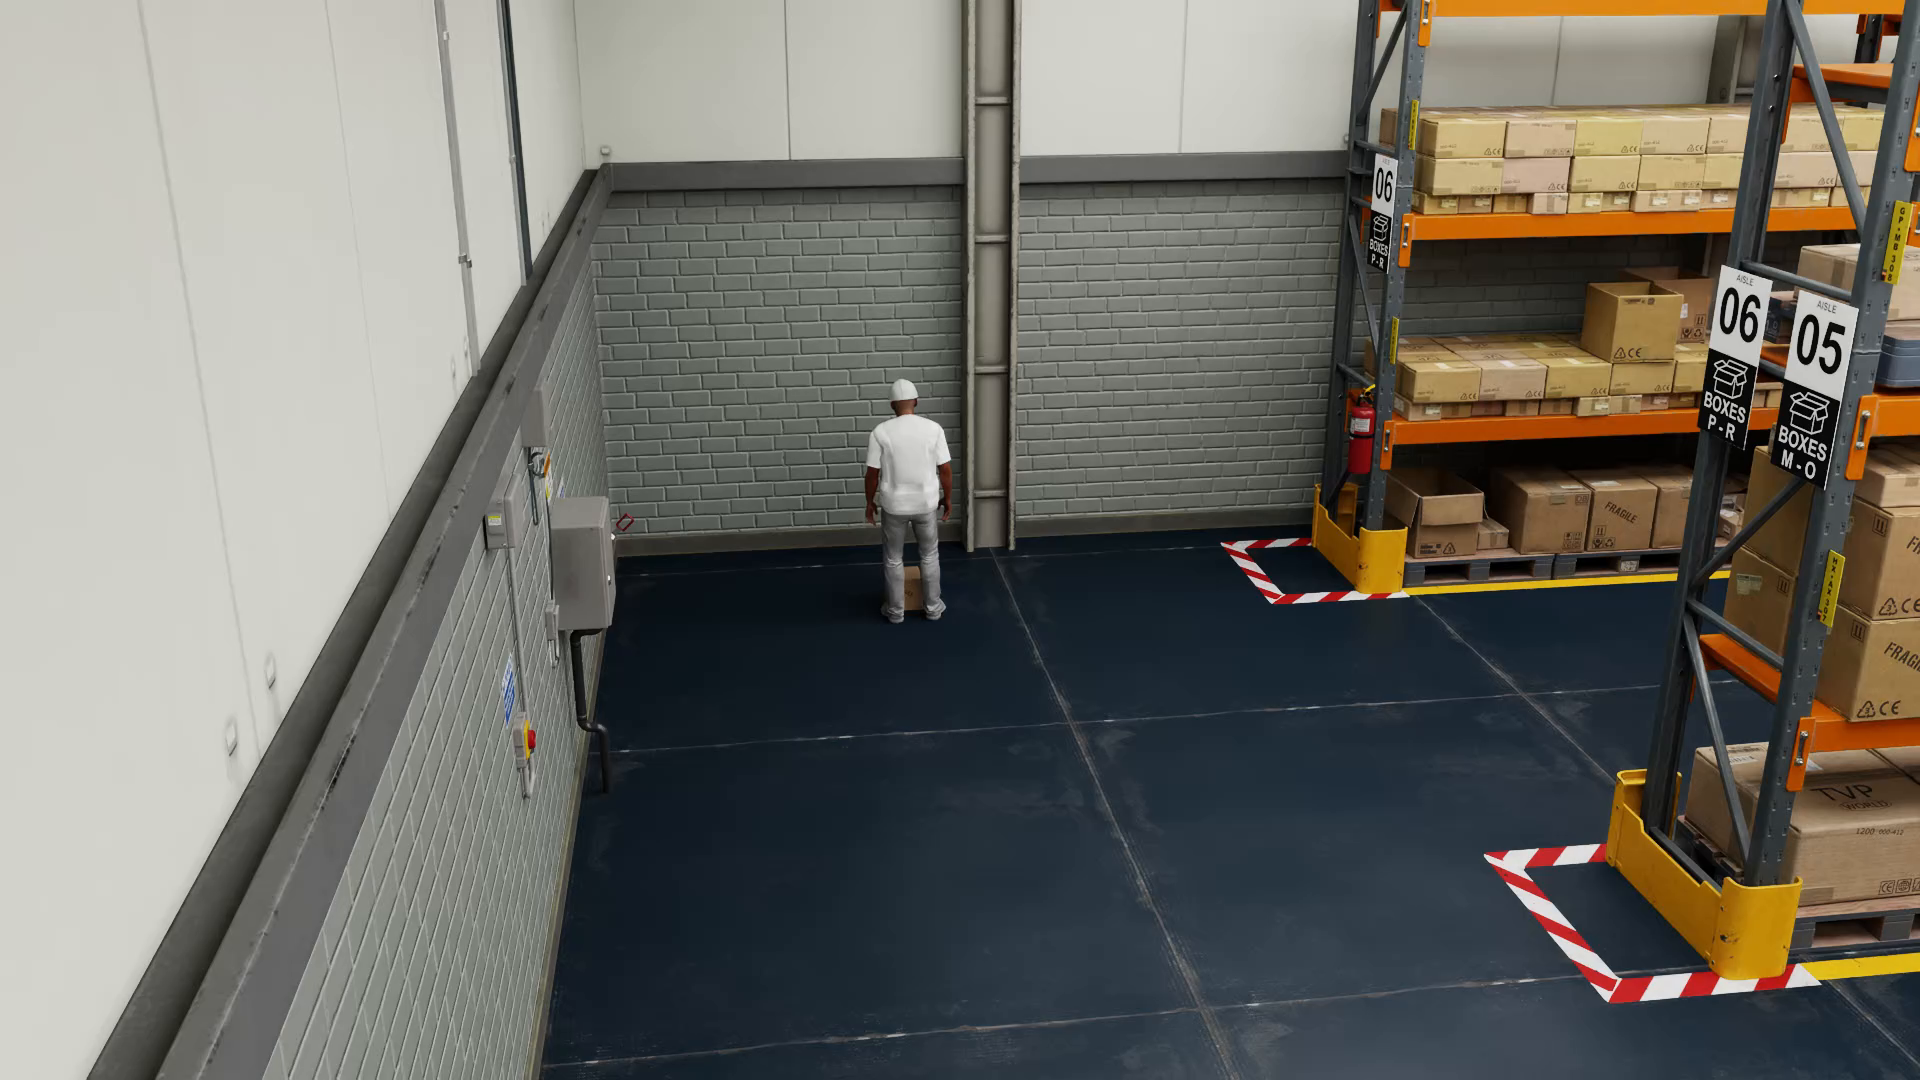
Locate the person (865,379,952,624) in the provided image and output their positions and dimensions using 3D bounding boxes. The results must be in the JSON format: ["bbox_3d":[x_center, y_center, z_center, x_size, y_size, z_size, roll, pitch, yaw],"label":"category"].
[{"bbox_3d":[-0.365,-0.272,11.799,0.625,1.760,0.461,-3,20,-8],"label":"person"}]
